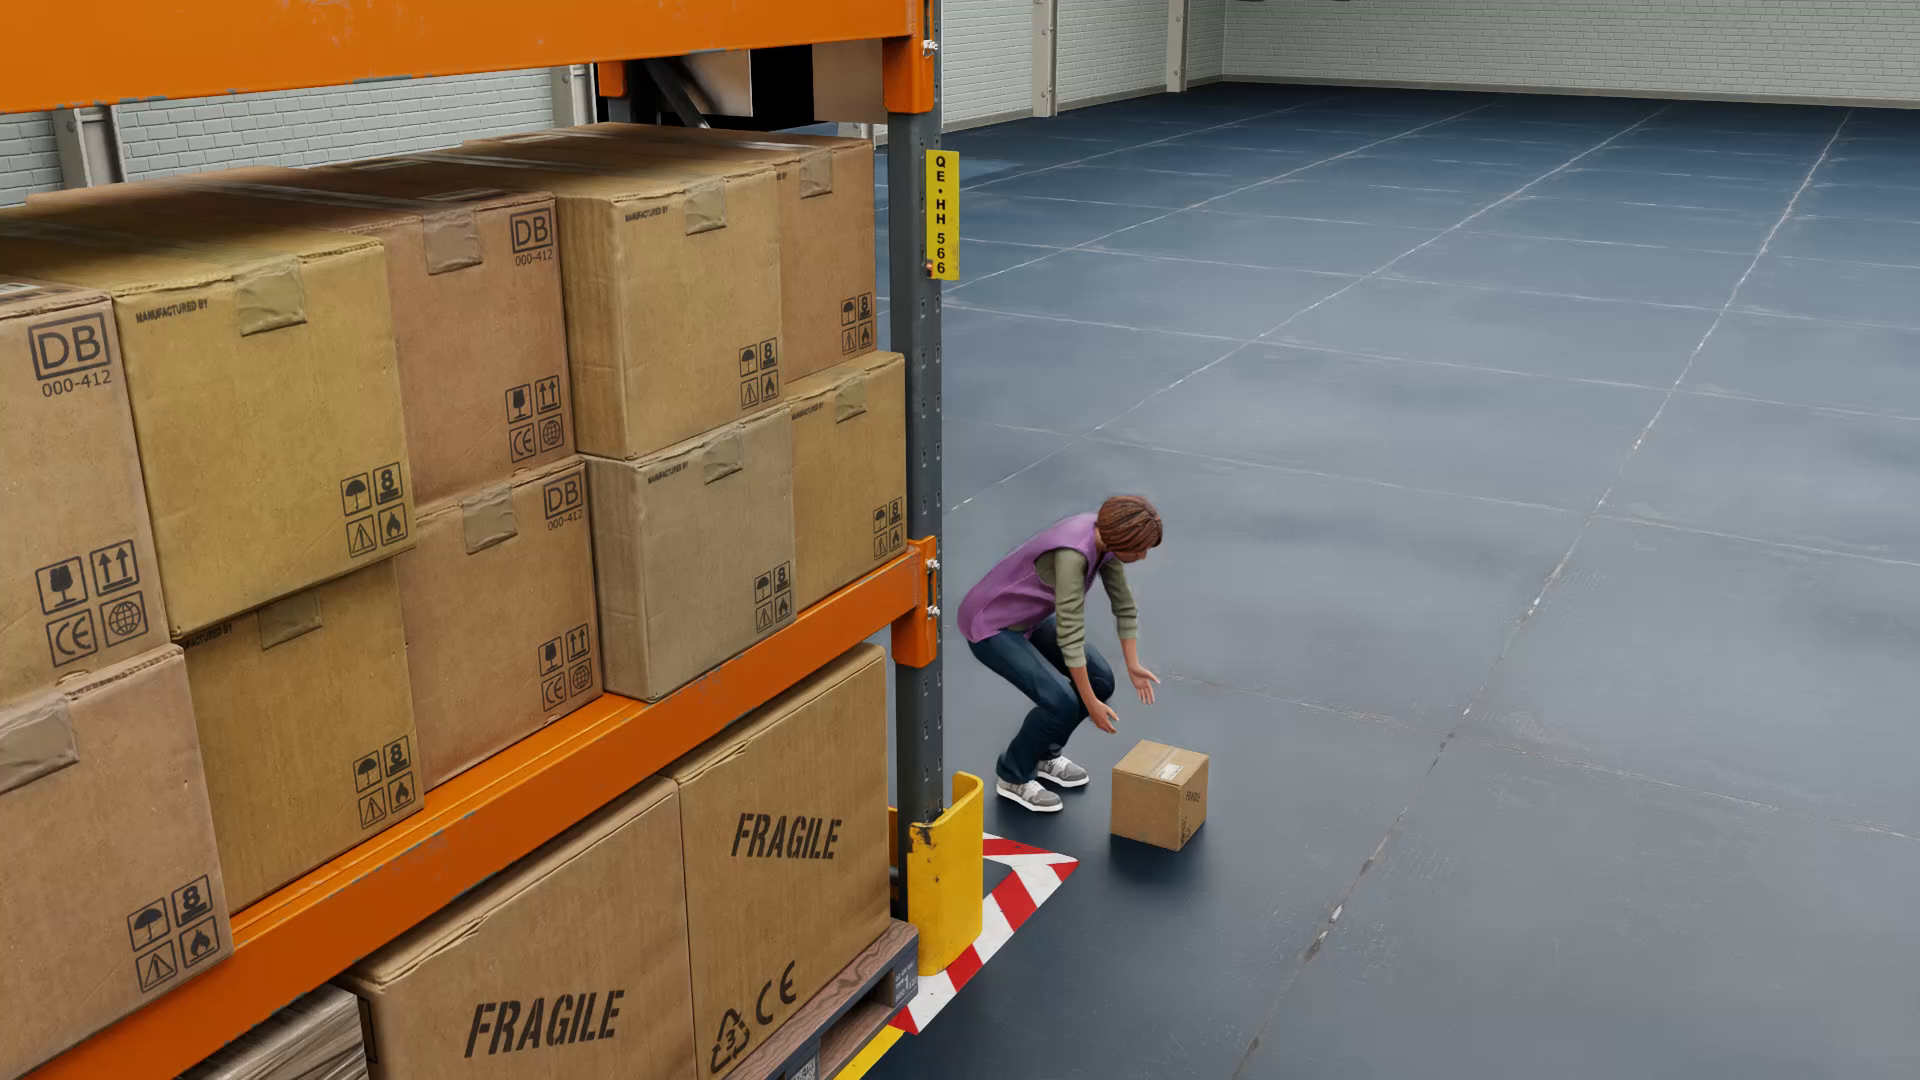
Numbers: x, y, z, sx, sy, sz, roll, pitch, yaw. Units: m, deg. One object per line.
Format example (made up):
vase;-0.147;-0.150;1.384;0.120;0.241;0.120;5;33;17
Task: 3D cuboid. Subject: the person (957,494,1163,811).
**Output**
person;0.350;0.359;5.764;0.725;1.143;0.461;13;24;32
